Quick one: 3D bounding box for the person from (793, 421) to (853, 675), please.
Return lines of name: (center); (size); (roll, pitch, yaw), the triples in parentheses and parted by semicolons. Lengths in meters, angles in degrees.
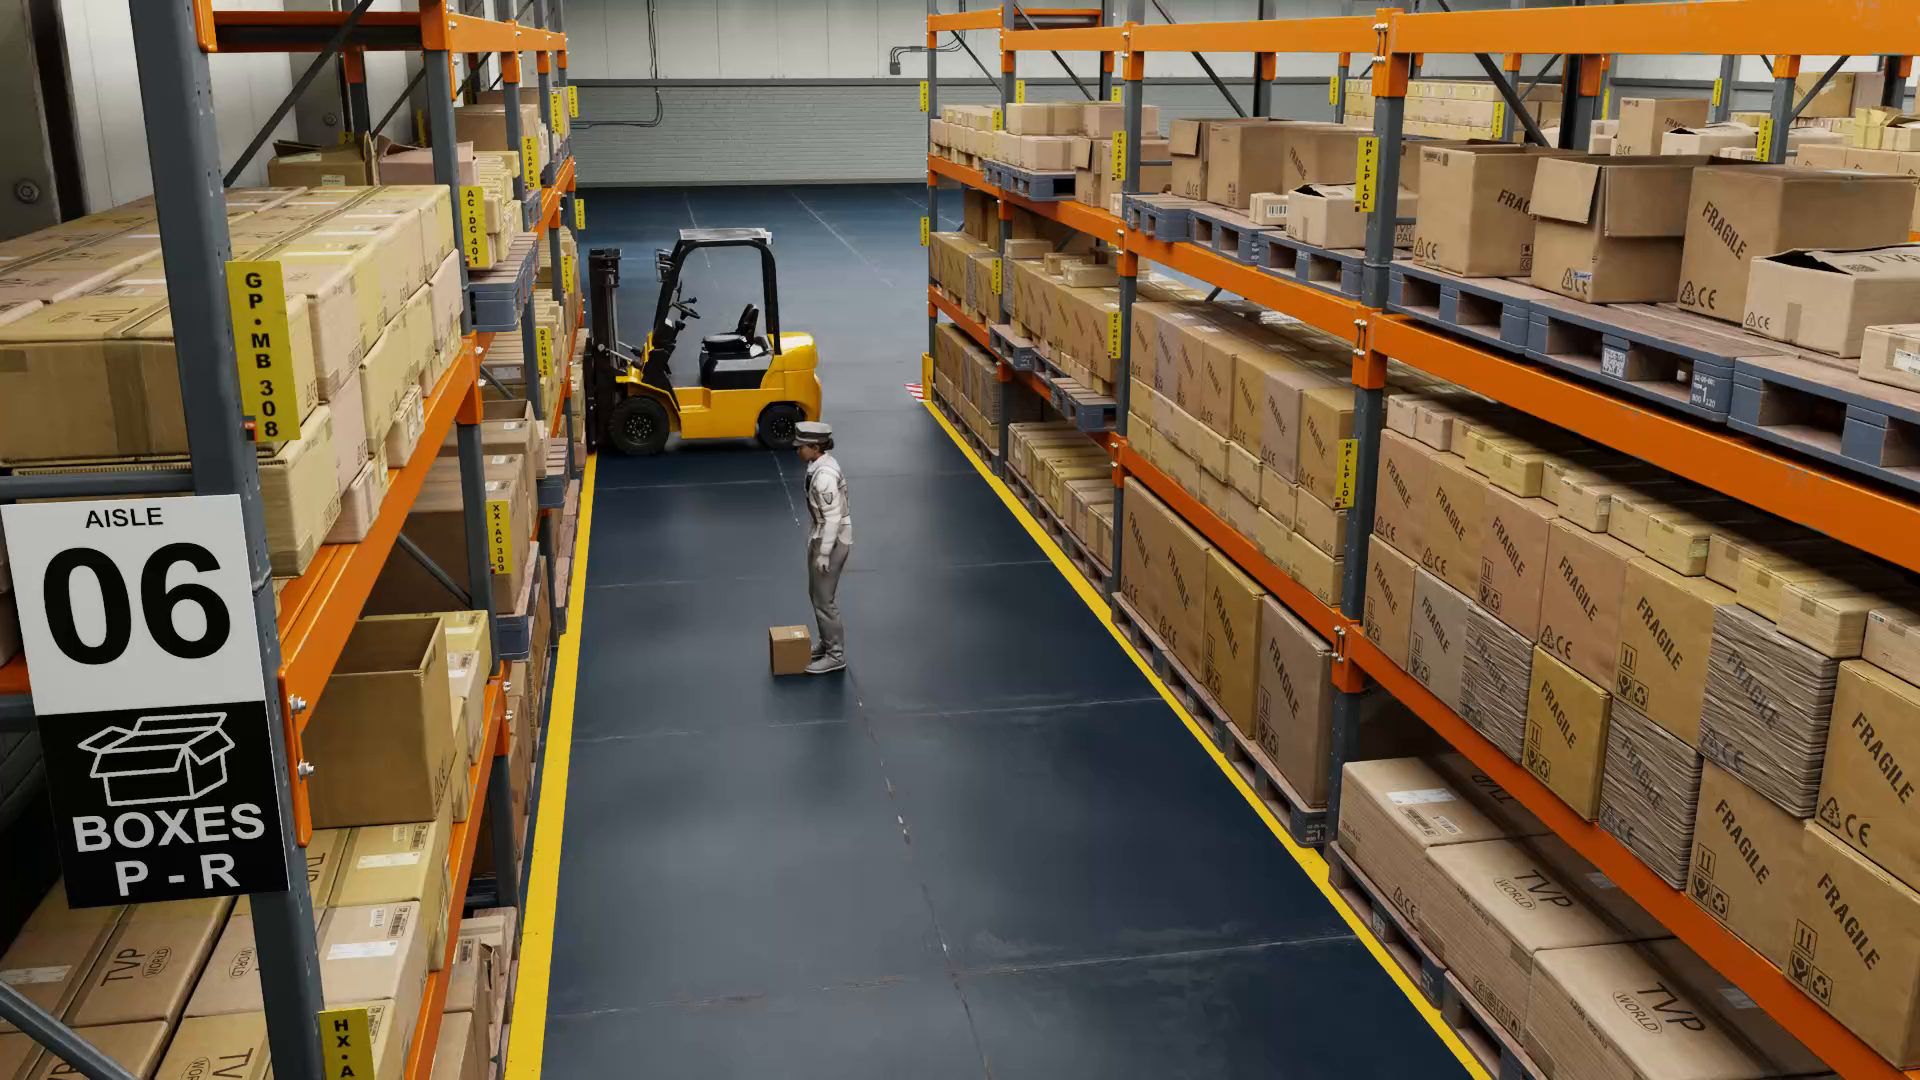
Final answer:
person: (-0.892, 0.037, 10.906); (0.375, 1.662, 0.526); (-3, 17, -11)
